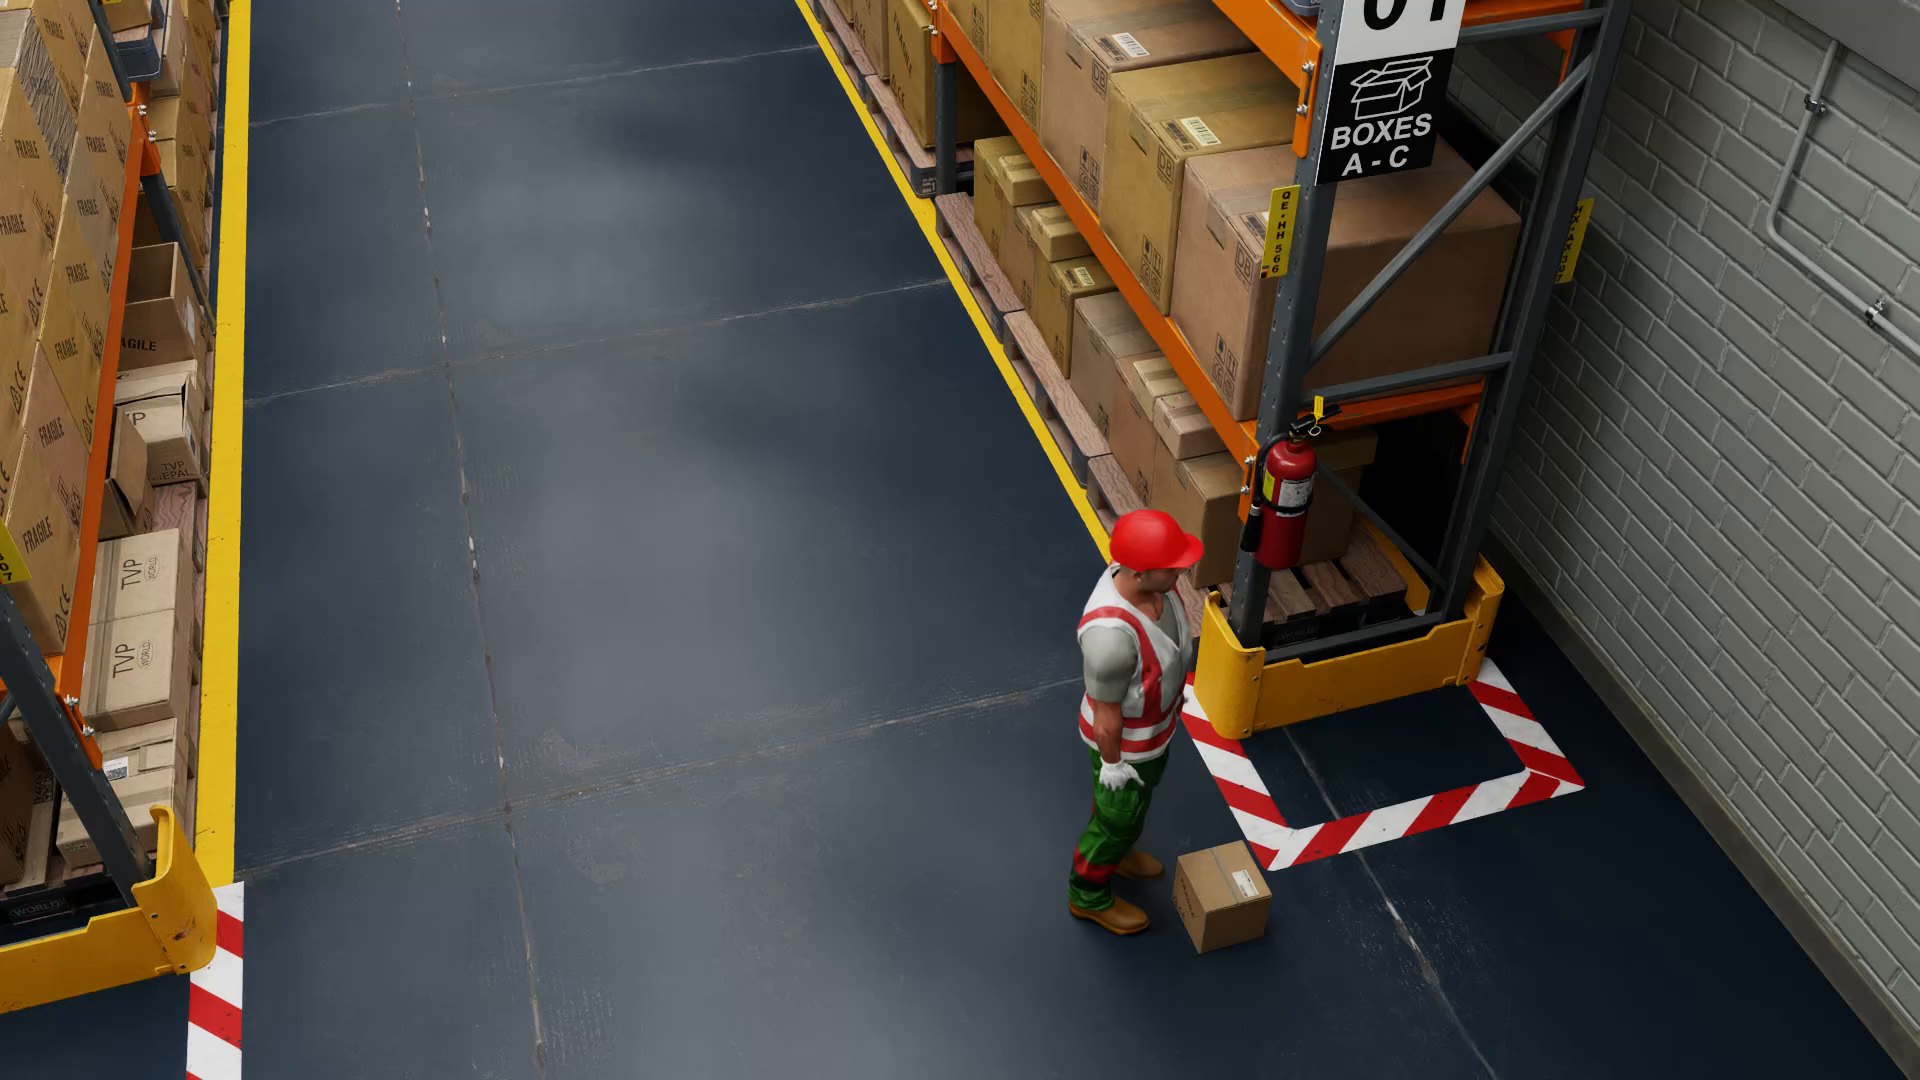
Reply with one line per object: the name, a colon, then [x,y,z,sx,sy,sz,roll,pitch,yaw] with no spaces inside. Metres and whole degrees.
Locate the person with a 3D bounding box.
person: [0.567,0.600,5.484,0.344,1.794,0.526,15,44,16]
